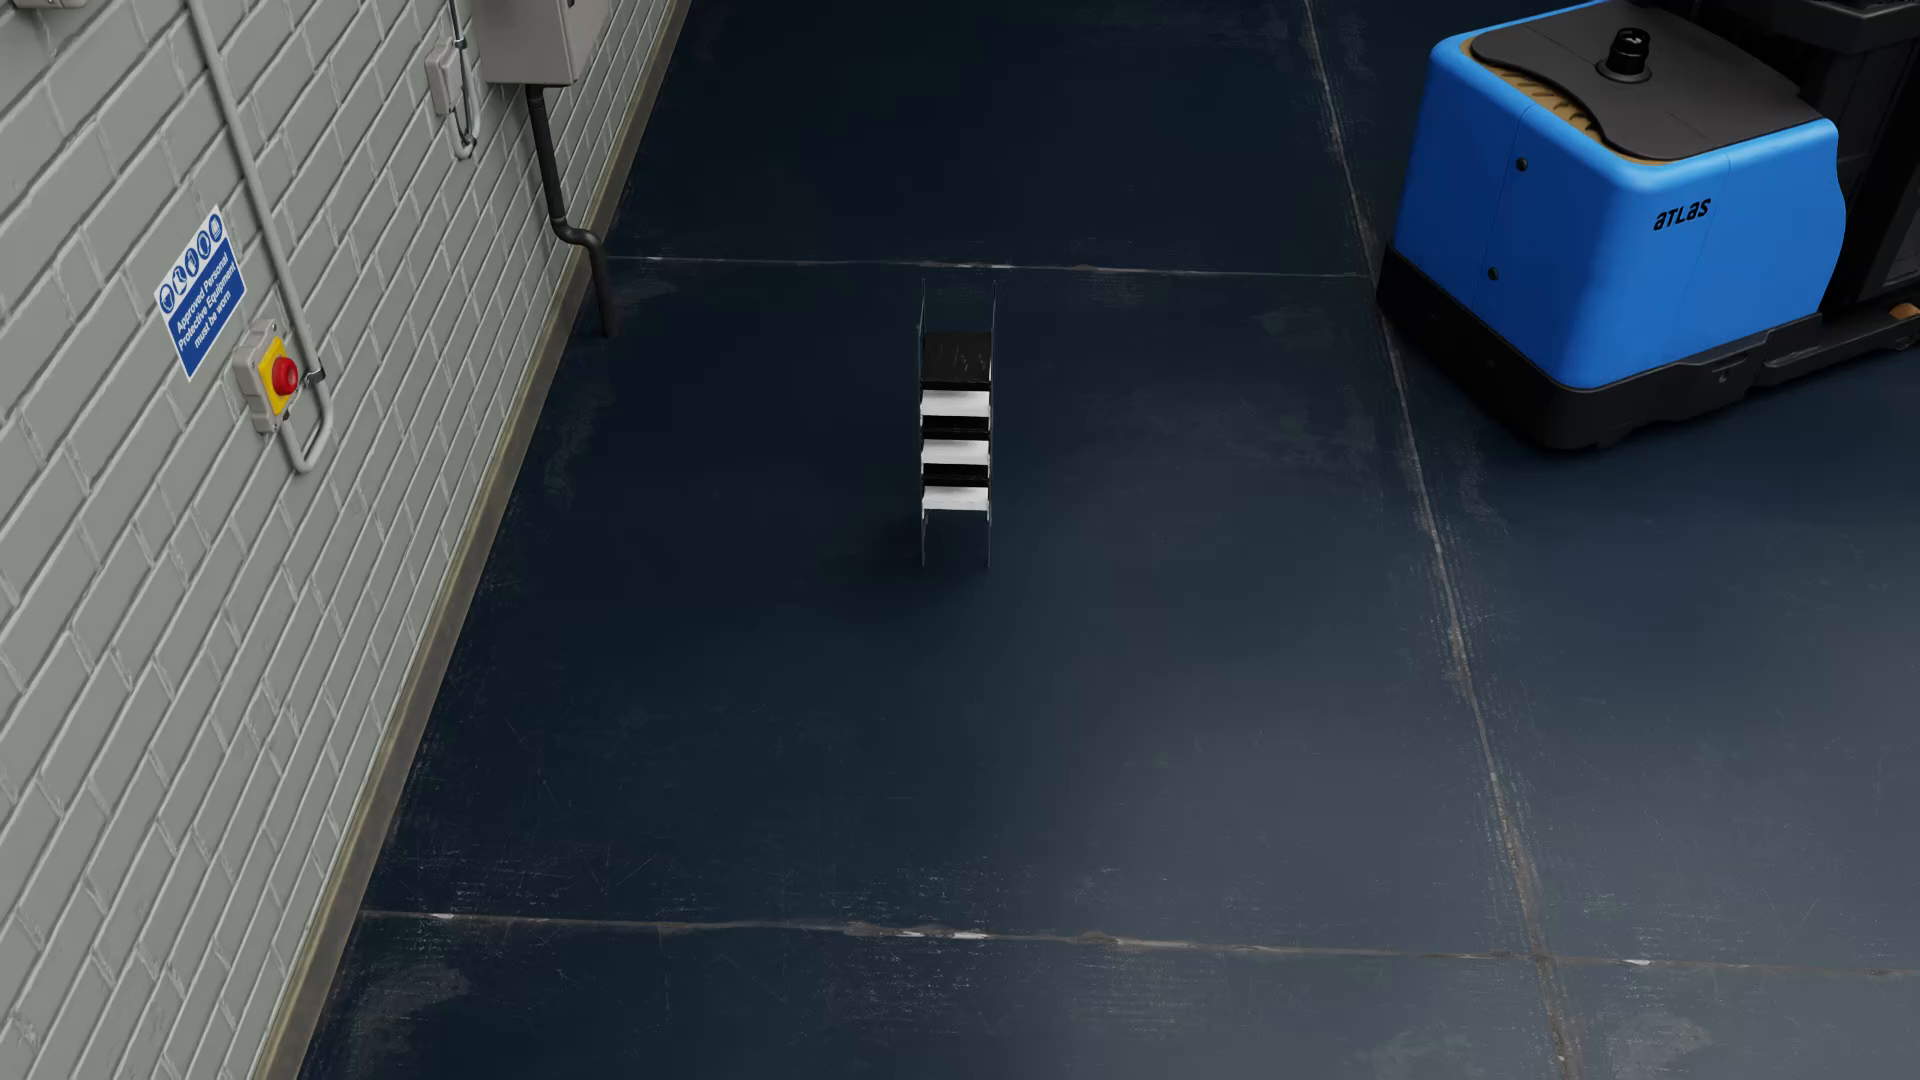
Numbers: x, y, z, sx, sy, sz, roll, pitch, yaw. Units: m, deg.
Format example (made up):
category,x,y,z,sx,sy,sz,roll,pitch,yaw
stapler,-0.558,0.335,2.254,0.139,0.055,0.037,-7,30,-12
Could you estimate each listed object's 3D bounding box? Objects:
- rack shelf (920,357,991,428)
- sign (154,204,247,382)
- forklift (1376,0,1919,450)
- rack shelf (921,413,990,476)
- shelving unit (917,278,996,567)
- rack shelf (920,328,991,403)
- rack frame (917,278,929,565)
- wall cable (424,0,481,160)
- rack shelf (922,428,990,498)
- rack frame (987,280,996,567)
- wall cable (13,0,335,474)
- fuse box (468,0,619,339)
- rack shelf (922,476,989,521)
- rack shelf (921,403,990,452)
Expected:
category,x,y,z,sx,sy,sz,roll,pitch,yaw
rack shelf,-0.008,-0.437,4.844,0.200,0.077,0.258,2,43,2
sign,-1.545,-0.506,3.395,0.001,0.218,0.327,2,43,2
forklift,3.080,-2.062,5.314,3.031,2.935,1.130,-18,46,-19
rack shelf,-0.008,-0.305,4.966,0.200,0.077,0.258,2,43,2
shelving unit,-0.008,-0.330,4.944,0.210,0.900,0.258,2,43,2
rack shelf,-0.008,-0.503,4.782,0.200,0.077,0.258,2,43,2
rack frame,-0.110,-0.333,4.947,0.006,0.900,0.240,2,43,2
wall cable,-1.430,-1.776,4.211,0.122,1.984,0.588,2,43,2
rack shelf,-0.008,-0.239,5.028,0.200,0.077,0.258,2,43,2
rack frame,0.093,-0.326,4.940,0.006,0.900,0.240,2,43,2
wall cable,-1.482,-0.822,3.163,0.123,1.953,0.585,2,43,2
fuse box,-1.242,-1.393,5.490,0.414,1.711,0.539,2,43,2
rack shelf,-0.008,-0.173,5.089,0.200,0.077,0.258,2,43,2
rack shelf,-0.008,-0.371,4.905,0.200,0.077,0.258,2,43,2
